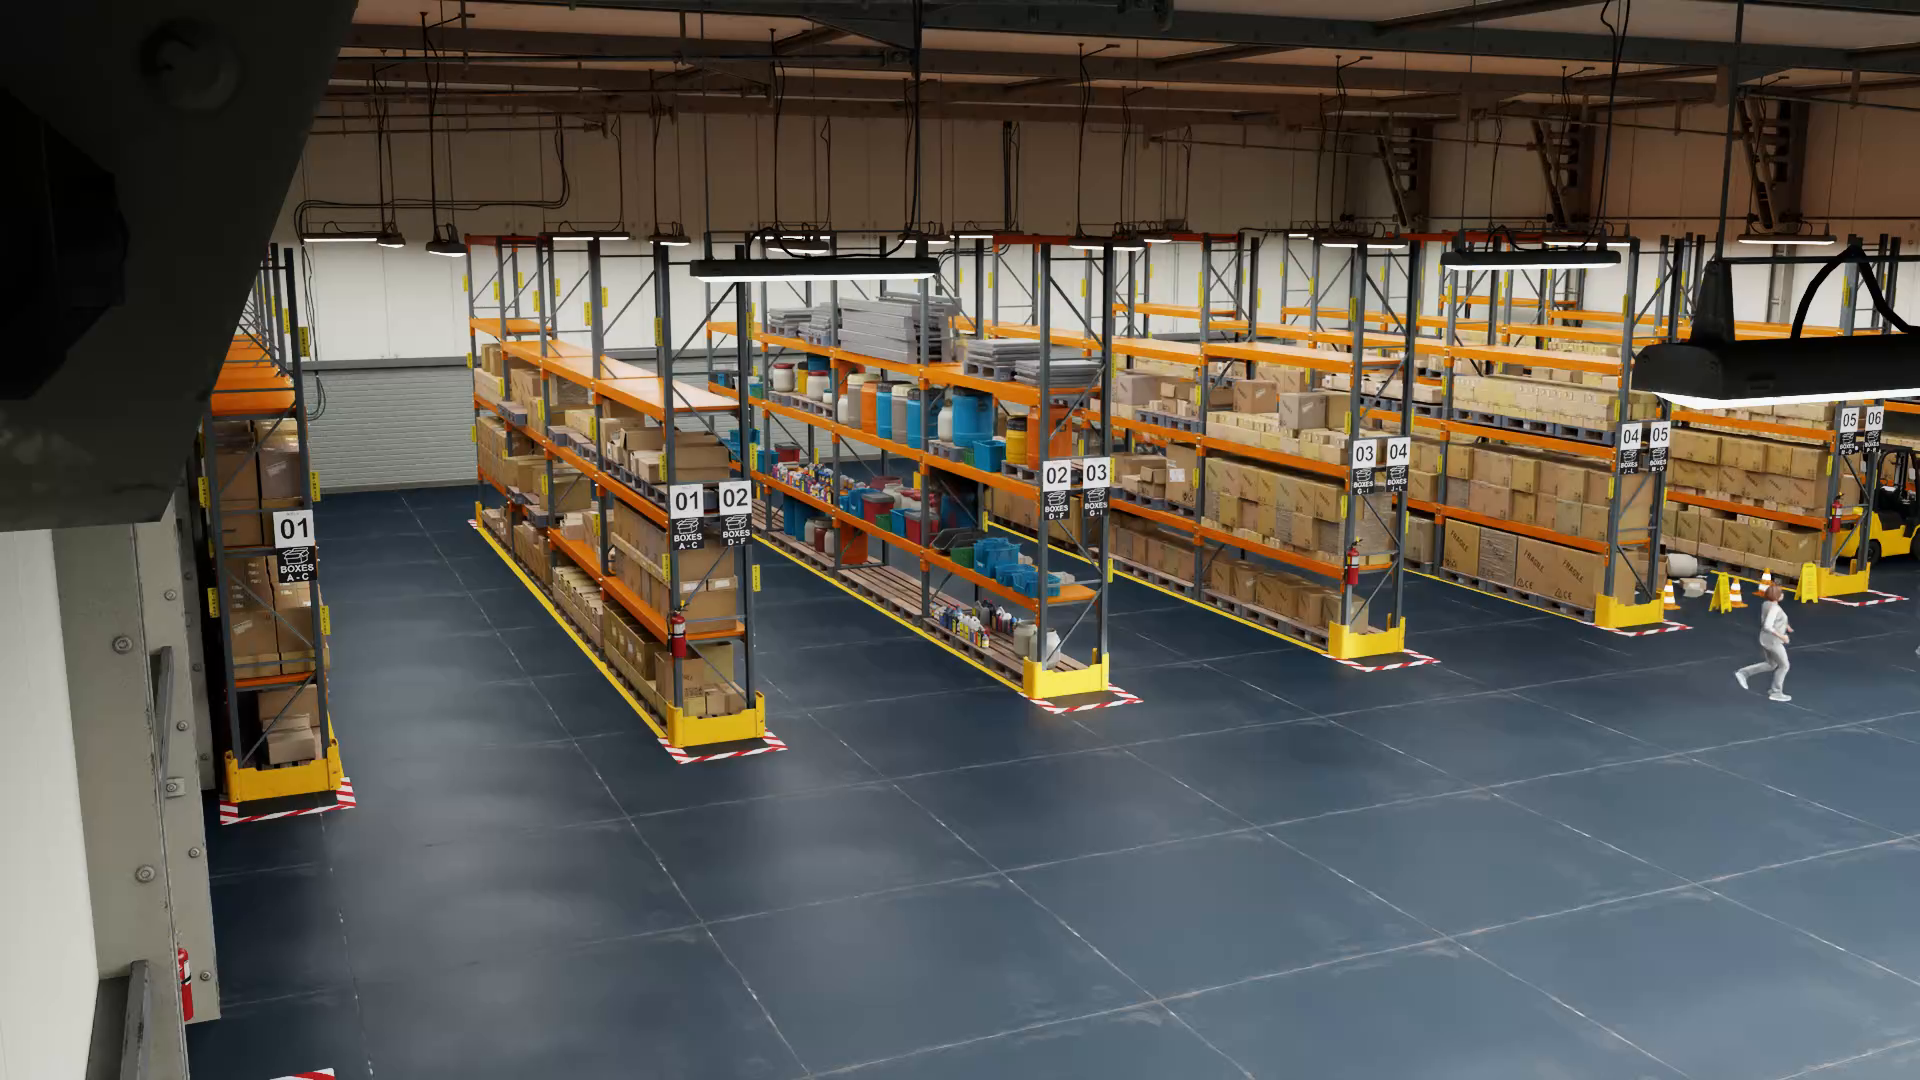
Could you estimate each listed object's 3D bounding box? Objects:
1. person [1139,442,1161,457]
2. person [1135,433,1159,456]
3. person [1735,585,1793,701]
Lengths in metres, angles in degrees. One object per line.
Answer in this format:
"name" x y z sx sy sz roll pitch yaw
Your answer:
"person" 4.736 -2.605 42.194 0.931 1.639 0.602 -6 12 -27
"person" 4.101 -1.461 36.273 0.659 1.757 0.755 -3 11 -17
"person" 10.704 1.360 22.017 0.705 1.556 0.544 2 11 10
